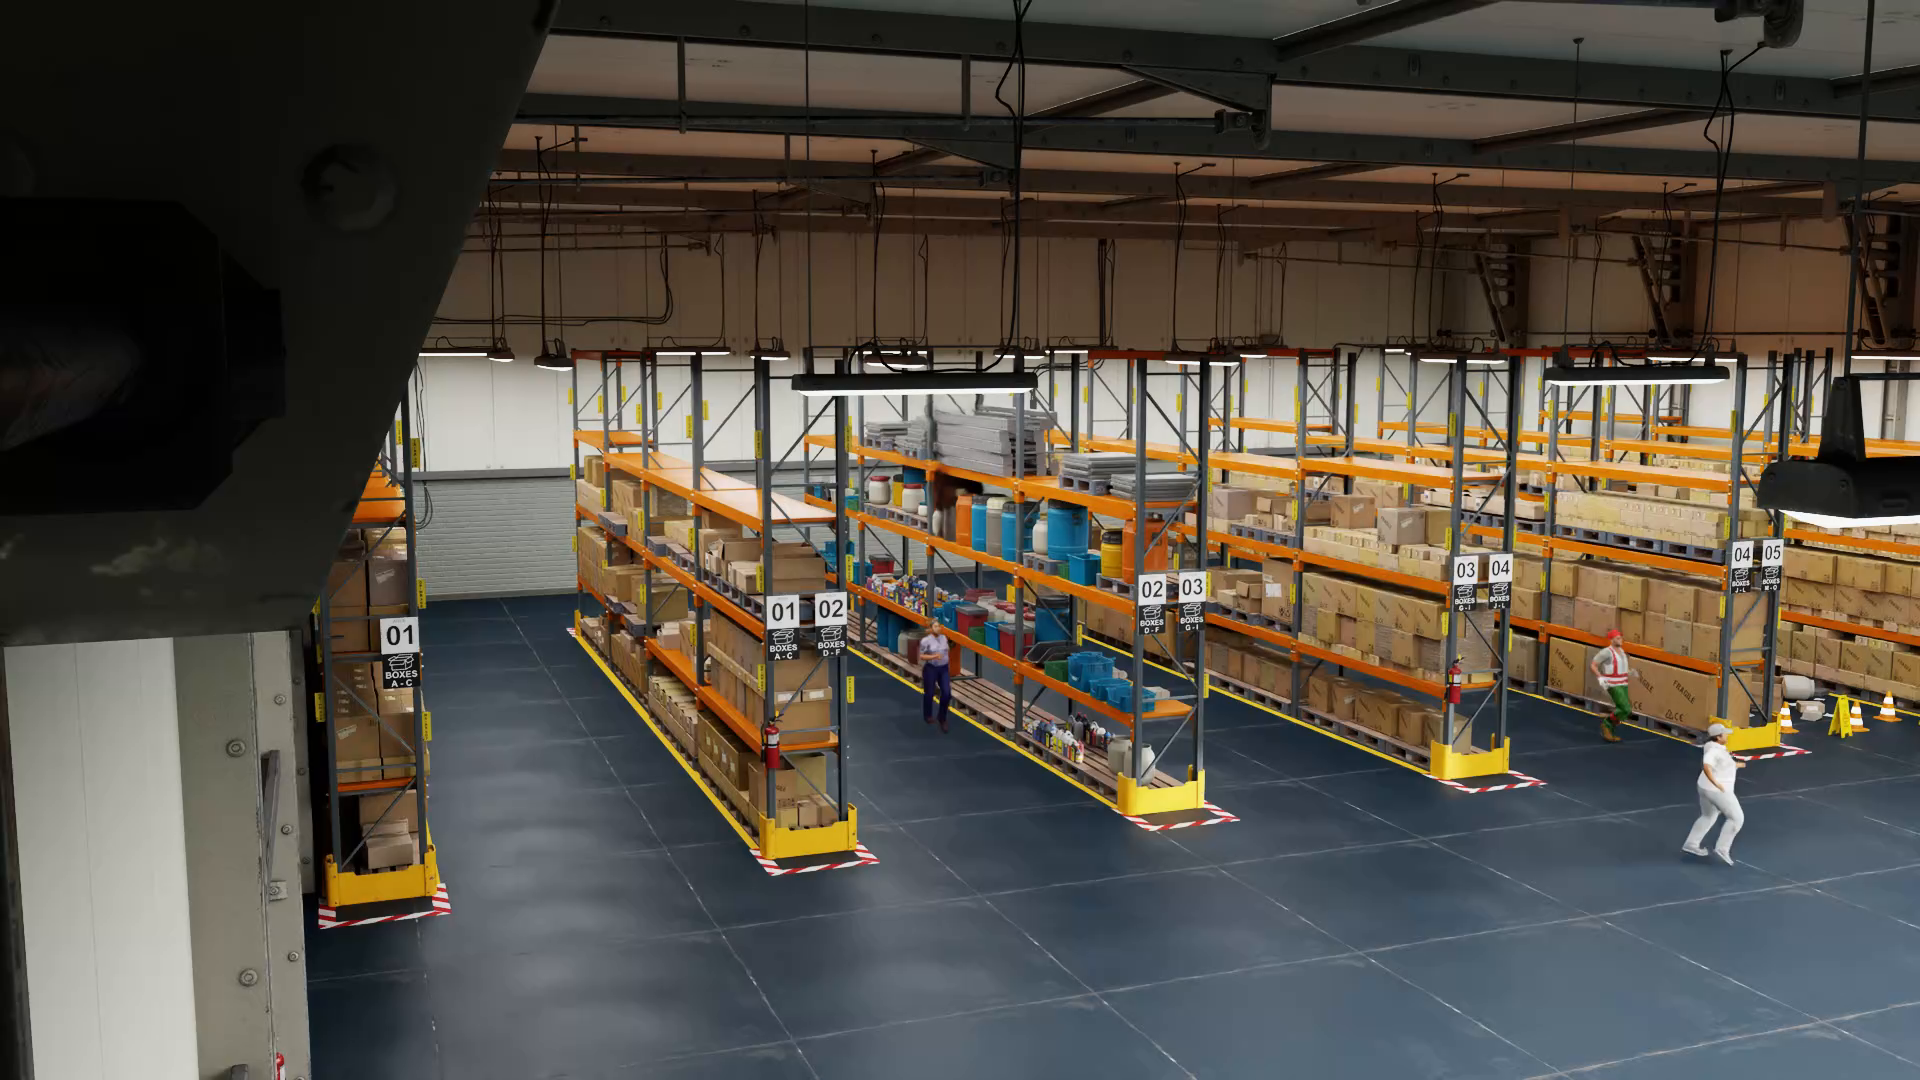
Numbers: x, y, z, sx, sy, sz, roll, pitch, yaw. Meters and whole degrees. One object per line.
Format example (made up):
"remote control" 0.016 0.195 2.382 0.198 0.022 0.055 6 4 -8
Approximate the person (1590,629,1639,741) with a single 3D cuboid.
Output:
"person" 10.184 2.260 25.720 0.641 1.739 0.589 -5 9 -35

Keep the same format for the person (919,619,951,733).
"person" -0.341 2.099 25.540 0.583 1.746 0.648 -3 8 -25

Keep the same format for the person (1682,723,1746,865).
"person" 9.088 3.047 19.951 0.674 1.718 0.582 0 7 4
